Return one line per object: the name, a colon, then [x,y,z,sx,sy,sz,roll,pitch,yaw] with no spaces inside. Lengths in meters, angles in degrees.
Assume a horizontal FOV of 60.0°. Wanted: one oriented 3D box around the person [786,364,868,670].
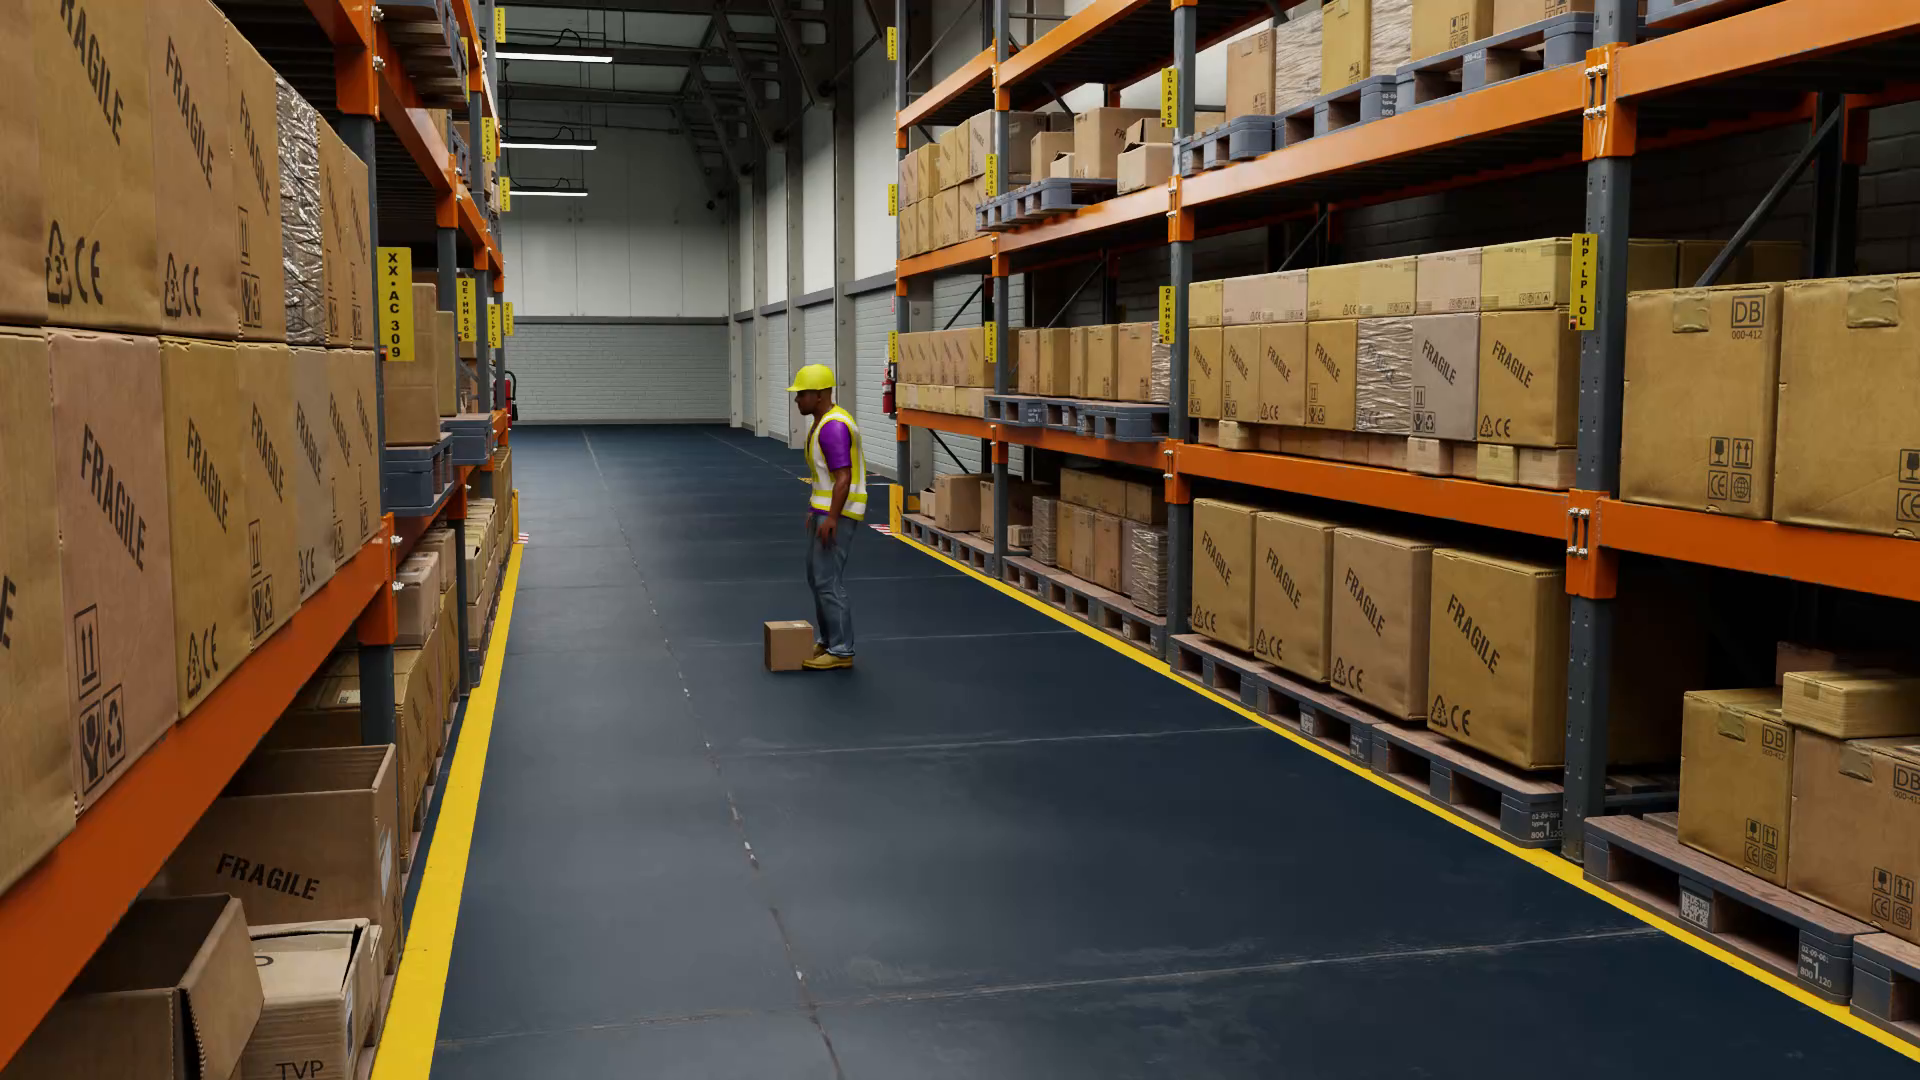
person: [-0.780,-0.140,9.697,0.458,1.757,0.628,-1,6,-13]
